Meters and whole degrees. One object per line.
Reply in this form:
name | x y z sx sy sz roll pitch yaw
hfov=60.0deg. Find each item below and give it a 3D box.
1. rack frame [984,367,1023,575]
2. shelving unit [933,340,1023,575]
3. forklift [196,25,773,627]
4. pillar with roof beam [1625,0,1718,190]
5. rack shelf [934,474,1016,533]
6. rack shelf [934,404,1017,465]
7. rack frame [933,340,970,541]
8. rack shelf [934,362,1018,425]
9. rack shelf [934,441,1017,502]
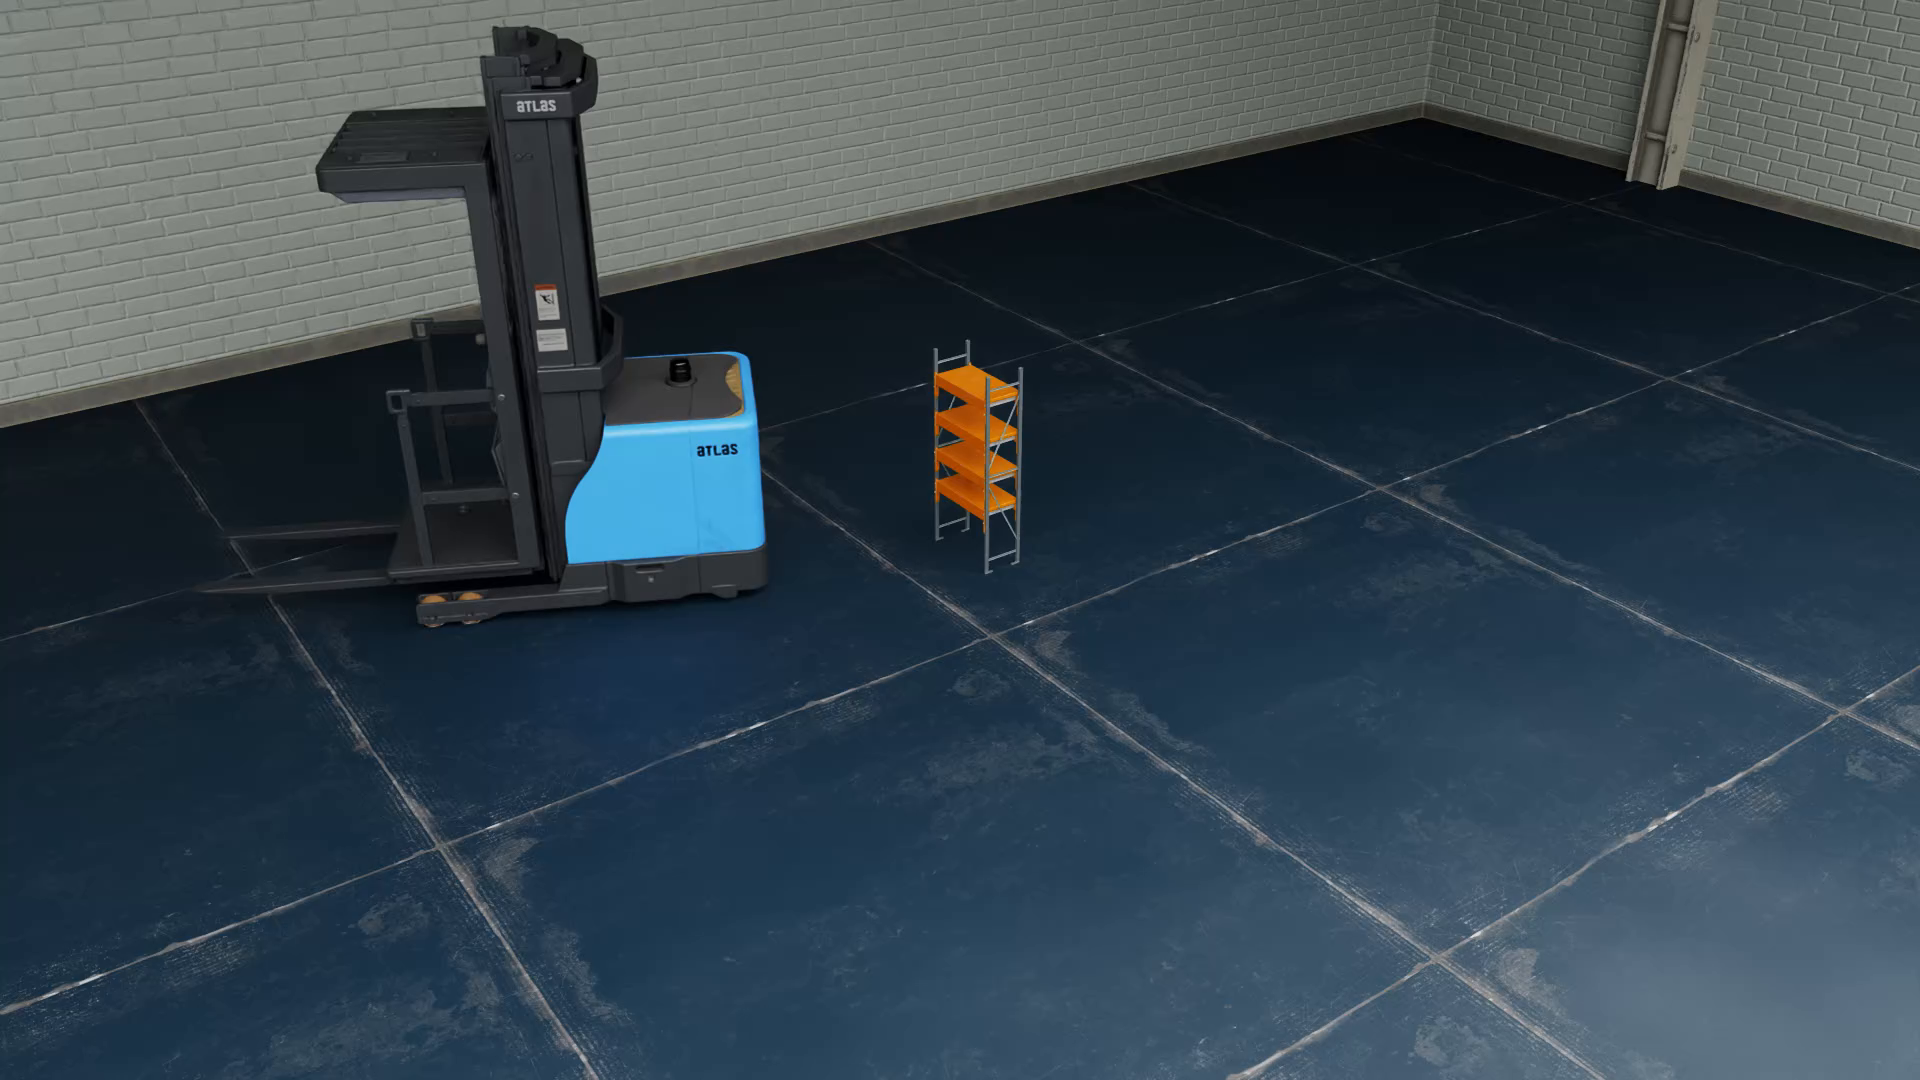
rack frame | 0.238 -0.368 9.170 0.240 1.200 0.015 -19 34 -31
shelving unit | 0.096 -0.463 9.345 0.258 1.200 0.503 -19 34 -31
forklift | -2.599 -1.095 8.695 3.031 2.935 1.130 -4 29 -8
pillar with roof beam | 3.213 -6.235 11.801 9.100 9.000 0.400 -19 34 -31
rack shelf | 0.096 -0.229 9.472 0.258 0.148 0.480 -19 34 -31
rack shelf | 0.096 -0.600 9.270 0.258 0.148 0.480 -19 34 -31
rack frame | -0.046 -0.558 9.520 0.240 1.200 0.015 -19 34 -31
rack shelf | 0.096 -0.808 9.158 0.258 0.148 0.480 -19 34 -31
rack shelf | 0.096 -0.404 9.377 0.258 0.148 0.480 -19 34 -31
